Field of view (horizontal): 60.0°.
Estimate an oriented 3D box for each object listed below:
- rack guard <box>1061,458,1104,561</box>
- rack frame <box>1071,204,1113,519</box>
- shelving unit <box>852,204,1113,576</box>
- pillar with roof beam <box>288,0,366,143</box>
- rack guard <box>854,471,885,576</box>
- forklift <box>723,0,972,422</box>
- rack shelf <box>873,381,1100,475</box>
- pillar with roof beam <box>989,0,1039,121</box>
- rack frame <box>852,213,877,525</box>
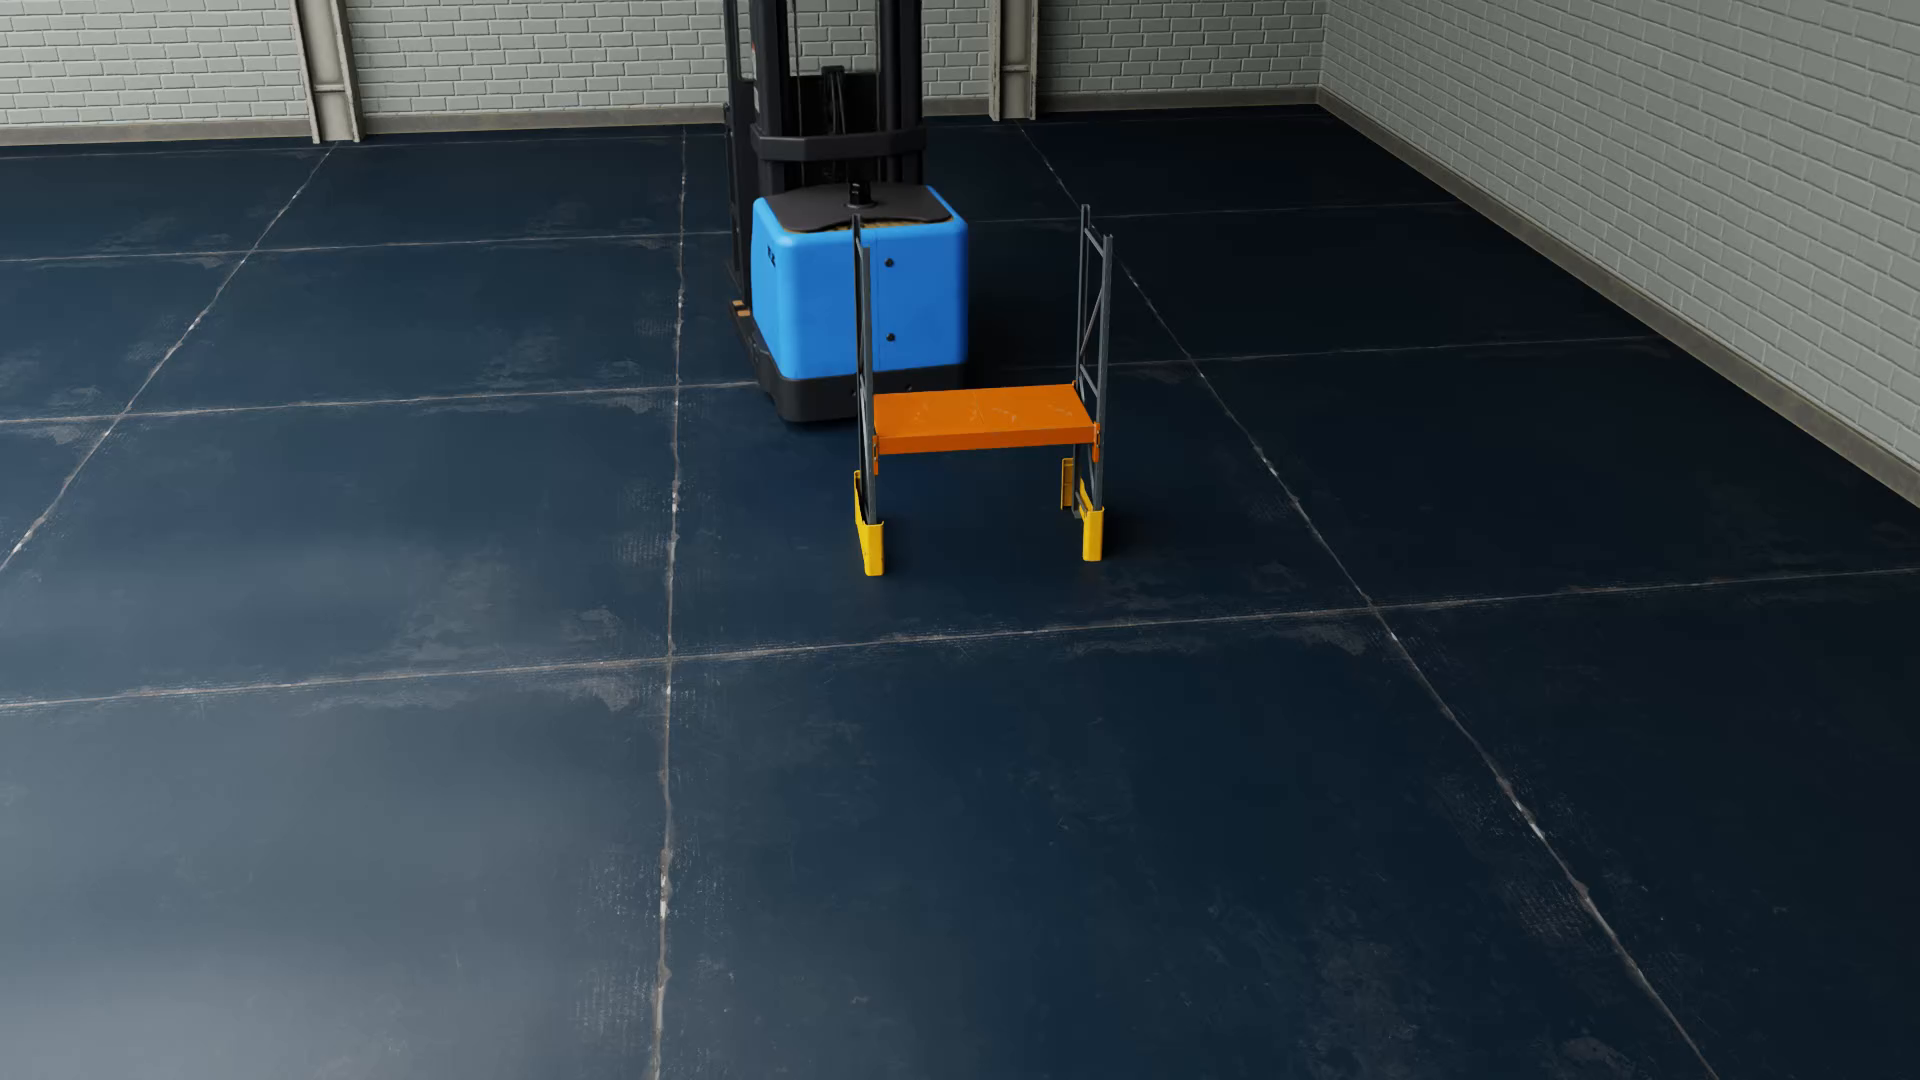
[{"bbox_3d":[0.569,-0.148,7.764,0.087,0.250,0.587,-4,27,-7],"label":"rack guard"},{"bbox_3d":[0.588,-0.705,7.481,0.032,1.500,0.500,-4,27,-7],"label":"rack frame"},{"bbox_3d":[0.076,-0.672,7.417,1.083,1.500,0.587,-4,27,-7],"label":"shelving unit"},{"bbox_3d":[-4.859,-5.595,8.797,0.400,9.000,9.100,-4,27,-7],"label":"pillar with roof beam"},{"bbox_3d":[-0.418,-0.084,7.641,0.087,0.250,0.587,-4,27,-7],"label":"rack guard"},{"bbox_3d":[-0.818,-2.581,9.569,1.130,2.935,3.031,-7,28,-14],"label":"forklift"},{"bbox_3d":[0.084,-0.513,7.500,1.000,0.185,0.538,-4,27,-7],"label":"rack shelf"},{"bbox_3d":[1.083,-5.977,9.541,0.400,9.000,9.100,-4,27,-7],"label":"pillar with roof beam"},{"bbox_3d":[-0.419,-0.640,7.355,0.032,1.500,0.500,-4,27,-7],"label":"rack frame"}]
